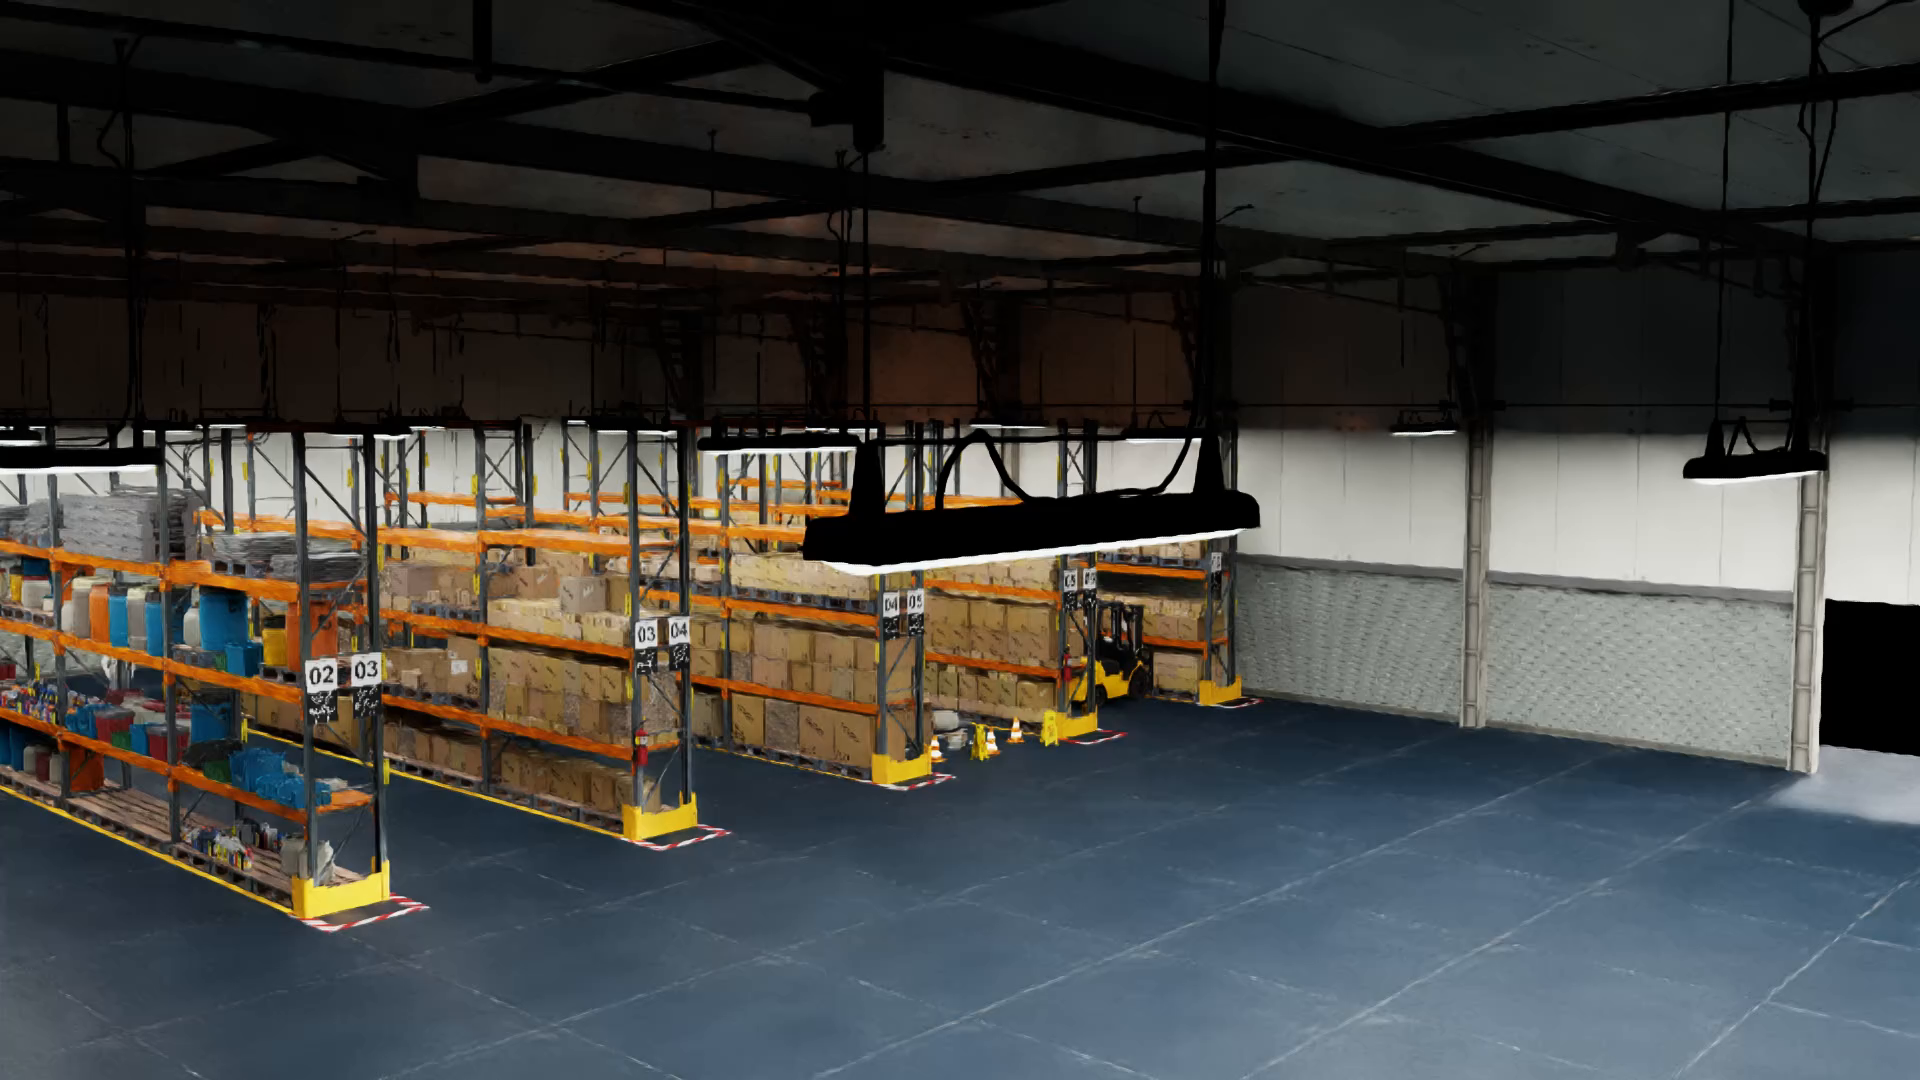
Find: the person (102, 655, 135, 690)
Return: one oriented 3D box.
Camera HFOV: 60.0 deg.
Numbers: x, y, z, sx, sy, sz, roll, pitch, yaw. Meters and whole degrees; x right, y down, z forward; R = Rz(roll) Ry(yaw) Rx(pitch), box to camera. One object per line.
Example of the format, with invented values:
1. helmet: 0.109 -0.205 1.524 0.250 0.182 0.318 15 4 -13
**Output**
1. person: -17.319 2.727 34.237 0.507 1.633 0.634 4 6 43
